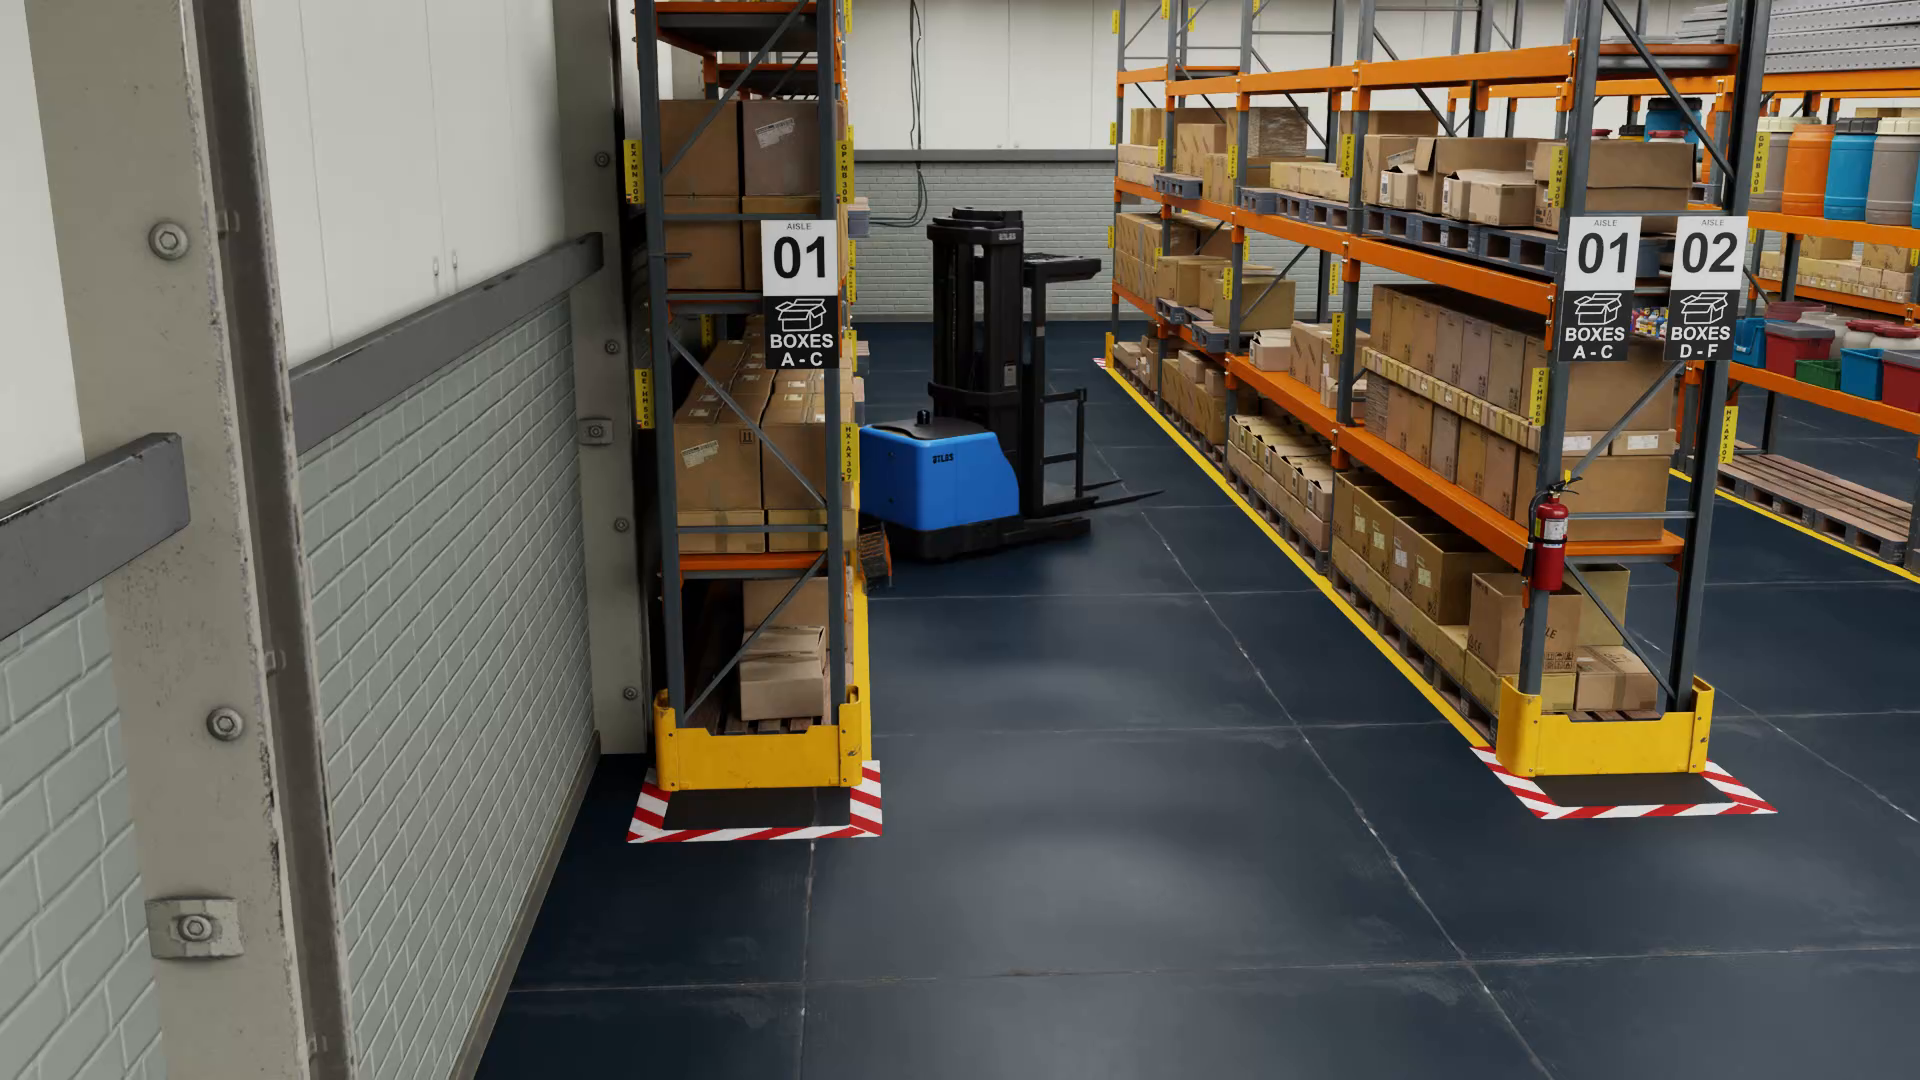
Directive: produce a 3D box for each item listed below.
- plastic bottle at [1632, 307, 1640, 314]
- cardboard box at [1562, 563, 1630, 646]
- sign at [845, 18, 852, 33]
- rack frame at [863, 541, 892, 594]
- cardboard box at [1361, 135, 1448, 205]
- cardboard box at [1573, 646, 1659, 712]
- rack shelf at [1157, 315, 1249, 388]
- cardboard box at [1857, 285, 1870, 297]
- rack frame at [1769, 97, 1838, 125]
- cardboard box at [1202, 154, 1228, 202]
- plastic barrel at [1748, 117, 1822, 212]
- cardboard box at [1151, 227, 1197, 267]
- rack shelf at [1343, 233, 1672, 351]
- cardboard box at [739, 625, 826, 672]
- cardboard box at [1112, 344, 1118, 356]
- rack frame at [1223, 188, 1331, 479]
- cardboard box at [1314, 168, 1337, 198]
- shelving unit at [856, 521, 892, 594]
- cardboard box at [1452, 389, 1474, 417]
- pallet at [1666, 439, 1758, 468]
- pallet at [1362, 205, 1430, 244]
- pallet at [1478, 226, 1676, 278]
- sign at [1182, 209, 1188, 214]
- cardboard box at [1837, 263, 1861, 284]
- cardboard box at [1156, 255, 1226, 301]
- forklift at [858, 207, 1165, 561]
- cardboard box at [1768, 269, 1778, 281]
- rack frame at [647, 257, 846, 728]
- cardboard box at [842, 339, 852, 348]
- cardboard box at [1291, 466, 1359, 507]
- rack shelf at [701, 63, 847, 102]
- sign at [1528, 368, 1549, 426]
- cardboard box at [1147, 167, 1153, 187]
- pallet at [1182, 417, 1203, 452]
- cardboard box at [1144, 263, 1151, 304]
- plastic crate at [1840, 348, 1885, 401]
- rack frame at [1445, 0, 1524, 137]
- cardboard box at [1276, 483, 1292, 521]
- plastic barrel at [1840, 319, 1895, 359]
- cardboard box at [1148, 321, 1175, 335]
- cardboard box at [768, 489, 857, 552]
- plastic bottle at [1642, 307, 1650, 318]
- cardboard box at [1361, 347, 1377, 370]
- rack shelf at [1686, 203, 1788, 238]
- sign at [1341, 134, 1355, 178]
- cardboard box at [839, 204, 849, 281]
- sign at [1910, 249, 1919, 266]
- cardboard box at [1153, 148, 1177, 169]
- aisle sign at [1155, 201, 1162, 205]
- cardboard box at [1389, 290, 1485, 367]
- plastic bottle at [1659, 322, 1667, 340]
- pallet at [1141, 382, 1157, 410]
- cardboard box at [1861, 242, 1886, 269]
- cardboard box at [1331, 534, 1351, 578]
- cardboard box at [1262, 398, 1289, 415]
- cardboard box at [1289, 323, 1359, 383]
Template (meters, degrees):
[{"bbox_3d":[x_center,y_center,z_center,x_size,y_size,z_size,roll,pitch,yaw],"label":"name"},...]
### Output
[{"bbox_3d":[7.751,-2.592,19.179,0.144,0.351,0.185,-1,14,-3],"label":"plastic bottle"},{"bbox_3d":[3.948,0.372,10.731,0.500,0.500,0.500,-1,14,-3],"label":"cardboard box"},{"bbox_3d":[-1.600,-7.435,23.829,0.100,0.325,0.005,-1,14,-3],"label":"sign"},{"bbox_3d":[-0.697,0.217,13.837,0.240,0.006,1.200,-13,18,0],"label":"rack frame"},{"bbox_3d":[3.312,-2.770,12.427,0.500,0.500,0.500,0,14,1],"label":"cardboard box"},{"bbox_3d":[3.981,0.859,10.342,0.500,0.250,0.500,-1,14,-3],"label":"cardboard box"},{"bbox_3d":[3.173,-2.271,19.275,1.077,0.370,4.000,-1,14,-3],"label":"rack shelf"},{"bbox_3d":[12.543,-3.409,22.762,0.380,0.149,0.250,-1,14,-2],"label":"cardboard box"},{"bbox_3d":[12.688,-7.169,24.829,1.000,3.000,0.127,-1,14,-3],"label":"rack frame"},{"bbox_3d":[3.172,-3.987,18.282,0.910,0.500,0.500,-1,14,-3],"label":"cardboard box"},{"bbox_3d":[8.075,-3.685,16.303,0.600,0.901,0.600,0,14,0],"label":"plastic barrel"},{"bbox_3d":[2.759,-3.771,21.455,0.500,0.500,0.500,-1,14,-3],"label":"cardboard box"},{"bbox_3d":[3.668,-1.734,11.169,1.077,0.370,4.000,-1,14,-3],"label":"rack shelf"},{"bbox_3d":[-1.140,0.719,10.724,0.500,0.311,0.500,0,14,1],"label":"cardboard box"},{"bbox_3d":[2.484,-2.834,24.860,0.380,0.149,0.250,-1,14,-3],"label":"cardboard box"},{"bbox_3d":[3.297,-2.122,17.252,1.000,3.000,0.127,-1,14,-3],"label":"rack frame"},{"bbox_3d":[3.487,-3.187,14.830,0.500,0.250,0.500,-2,15,-8],"label":"cardboard box"},{"bbox_3d":[-0.717,0.133,13.809,0.258,0.189,1.200,-13,18,0],"label":"shelving unit"},{"bbox_3d":[3.497,-0.909,11.036,0.380,0.149,0.250,0,14,-2],"label":"cardboard box"},{"bbox_3d":[8.150,-1.042,18.653,1.003,0.211,1.213,-1,14,-3],"label":"pallet"},{"bbox_3d":[3.623,-2.325,12.200,1.003,0.211,1.213,-1,14,-3],"label":"pallet"},{"bbox_3d":[3.774,-1.718,9.842,1.003,0.211,1.213,-1,14,-3],"label":"pallet"},{"bbox_3d":[3.356,-4.829,24.816,0.100,0.325,0.005,-1,14,-3],"label":"sign"},{"bbox_3d":[12.581,-3.701,23.096,0.500,0.250,0.500,-1,14,-2],"label":"cardboard box"},{"bbox_3d":[2.855,-3.247,20.583,0.700,0.500,0.500,-6,16,-22],"label":"cardboard box"},{"bbox_3d":[0.571,-1.515,15.031,3.031,2.935,1.130,-11,18,-36],"label":"forklift"},{"bbox_3d":[12.398,-3.984,24.997,0.380,0.149,0.250,-1,14,-4],"label":"cardboard box"},{"bbox_3d":[-1.152,-0.055,9.219,1.000,3.000,0.127,-1,14,-3],"label":"rack frame"},{"bbox_3d":[-1.062,-1.237,12.570,0.500,0.500,0.500,-1,14,-4],"label":"cardboard box"},{"bbox_3d":[3.195,-0.496,14.483,0.500,0.311,0.500,0,14,-2],"label":"cardboard box"},{"bbox_3d":[-1.523,-3.910,14.410,1.077,0.370,4.000,-1,14,-3],"label":"rack shelf"},{"bbox_3d":[3.250,-0.803,9.327,0.100,0.325,0.005,-1,14,-3],"label":"sign"},{"bbox_3d":[2.733,-4.738,21.702,0.500,0.250,0.500,-1,14,-3],"label":"cardboard box"},{"bbox_3d":[3.216,-1.260,19.500,1.003,0.211,1.213,-1,14,-3],"label":"pallet"},{"bbox_3d":[2.728,-3.413,22.072,0.500,0.500,0.500,0,14,-2],"label":"cardboard box"},{"bbox_3d":[8.110,-1.464,14.729,0.392,0.384,0.575,-1,14,-3],"label":"plastic crate"},{"bbox_3d":[7.745,-7.092,24.531,1.000,3.000,0.127,-1,14,-3],"label":"rack frame"},{"bbox_3d":[3.168,-0.350,15.043,0.500,0.250,0.500,-1,14,-2],"label":"cardboard box"},{"bbox_3d":[8.576,-1.800,15.728,0.433,0.535,0.433,0,14,0],"label":"plastic barrel"},{"bbox_3d":[3.080,-2.982,24.731,0.500,0.500,0.500,-1,14,-3],"label":"cardboard box"},{"bbox_3d":[-0.865,-0.118,9.726,0.500,0.250,0.500,-1,14,-5],"label":"cardboard box"},{"bbox_3d":[8.279,-2.780,20.071,0.097,0.271,0.097,0,14,0],"label":"plastic bottle"},{"bbox_3d":[3.368,-1.420,13.021,0.380,0.149,0.250,-1,14,-4],"label":"cardboard box"},{"bbox_3d":[8.117,-3.799,19.195,1.077,0.370,4.000,-1,14,-3],"label":"rack shelf"},{"bbox_3d":[3.003,-2.971,12.867,0.100,0.325,0.005,-1,14,-3],"label":"sign"},{"bbox_3d":[-0.921,-1.787,9.690,0.500,0.500,0.500,0,14,0],"label":"cardboard box"},{"bbox_3d":[12.382,-3.717,21.557,0.100,0.325,0.005,-1,14,-3],"label":"sign"},{"bbox_3d":[2.748,-4.855,21.155,0.500,0.250,0.500,-1,14,-3],"label":"cardboard box"},{"bbox_3d":[3.102,-5.392,24.746,0.394,0.787,0.004,-1,14,-3],"label":"aisle sign"},{"bbox_3d":[3.611,-1.568,12.295,0.700,0.500,0.500,-1,14,-4],"label":"cardboard box"},{"bbox_3d":[7.781,-2.306,18.366,0.097,0.201,0.097,0,14,0],"label":"plastic bottle"},{"bbox_3d":[3.007,-1.937,22.130,1.003,0.211,1.213,-1,14,-3],"label":"pallet"},{"bbox_3d":[12.614,-3.938,22.511,0.500,0.500,0.500,-1,14,-3],"label":"cardboard box"},{"bbox_3d":[3.271,0.121,13.210,0.500,0.250,0.500,-1,14,-3],"label":"cardboard box"},{"bbox_3d":[3.554,-1.242,17.966,0.500,0.500,0.500,0,14,-1],"label":"cardboard box"},{"bbox_3d":[3.417,-1.753,15.619,0.500,0.500,0.500,-2,15,-6],"label":"cardboard box"}]
